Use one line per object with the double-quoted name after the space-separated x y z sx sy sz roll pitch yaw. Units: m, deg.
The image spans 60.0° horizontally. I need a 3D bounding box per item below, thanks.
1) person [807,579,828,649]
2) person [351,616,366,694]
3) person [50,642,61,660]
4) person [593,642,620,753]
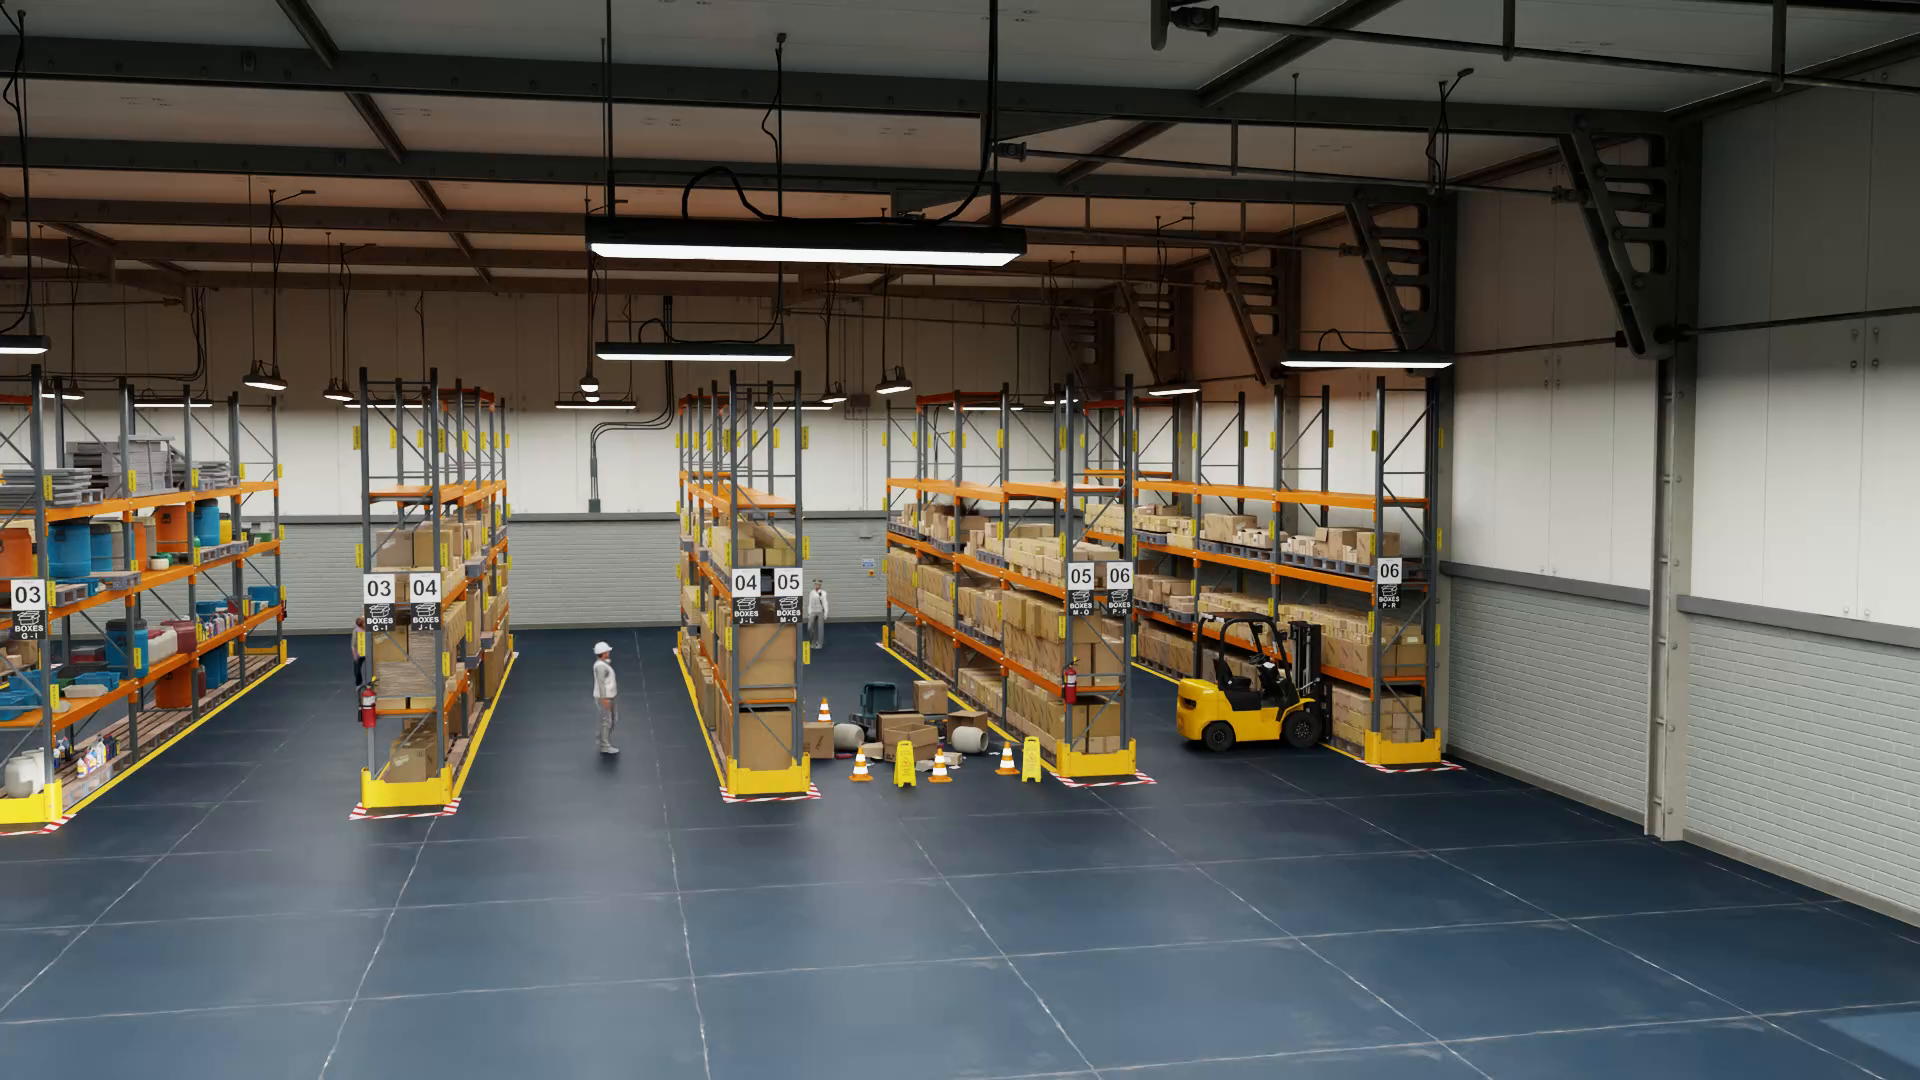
-3.430 1.786 40.119 0.526 1.701 0.398 2 4 27 "person"
-11.606 2.270 32.376 0.459 1.593 0.479 -1 4 -17 "person"
-20.784 1.937 37.471 0.865 1.626 0.649 -1 4 -15 "person"
-5.710 2.534 26.798 0.485 1.790 0.601 0 3 2 "person"
